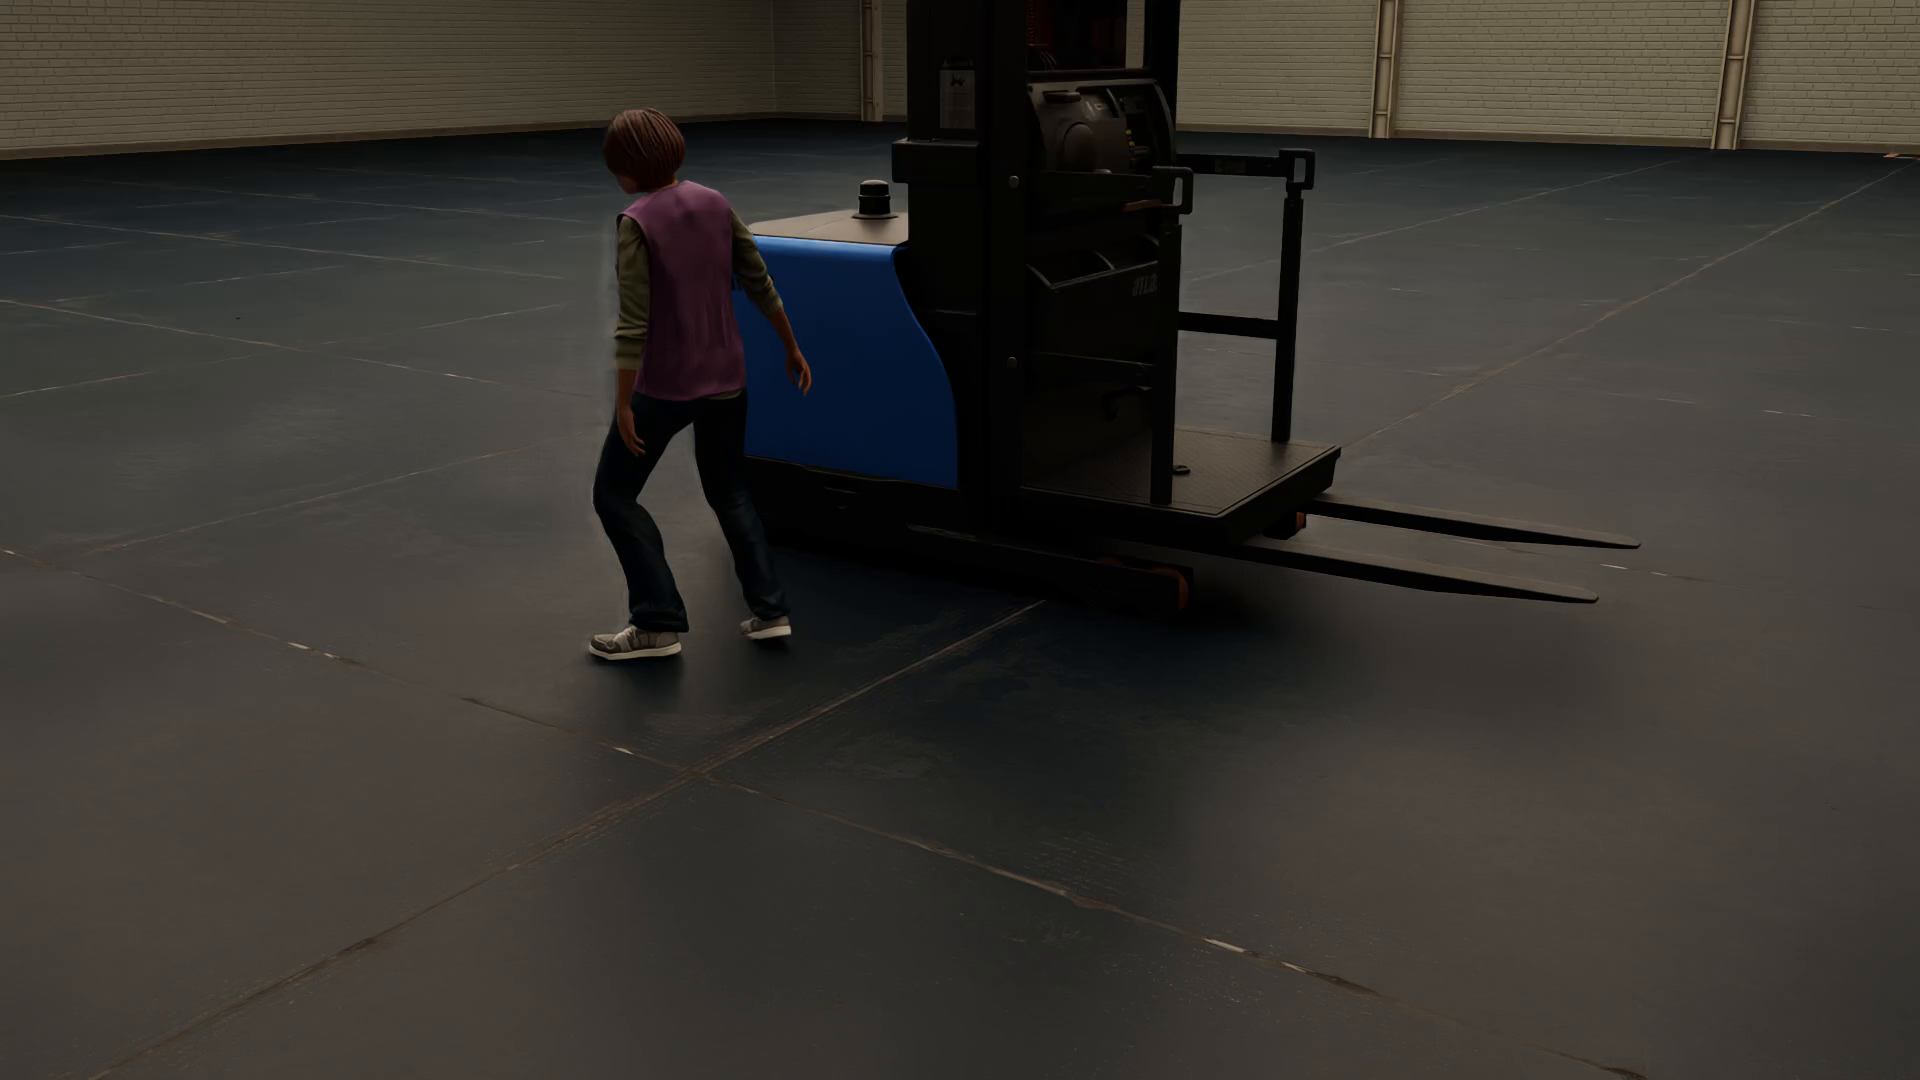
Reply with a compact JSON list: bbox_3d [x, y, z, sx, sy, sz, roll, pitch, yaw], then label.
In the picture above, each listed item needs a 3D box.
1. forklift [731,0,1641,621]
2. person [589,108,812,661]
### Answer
[{"bbox_3d":[0.645,-1.330,5.279,3.031,2.935,1.130,10,19,30],"label":"forklift"},{"bbox_3d":[-0.734,-0.418,4.762,0.725,1.557,0.418,-15,22,-41],"label":"person"}]
